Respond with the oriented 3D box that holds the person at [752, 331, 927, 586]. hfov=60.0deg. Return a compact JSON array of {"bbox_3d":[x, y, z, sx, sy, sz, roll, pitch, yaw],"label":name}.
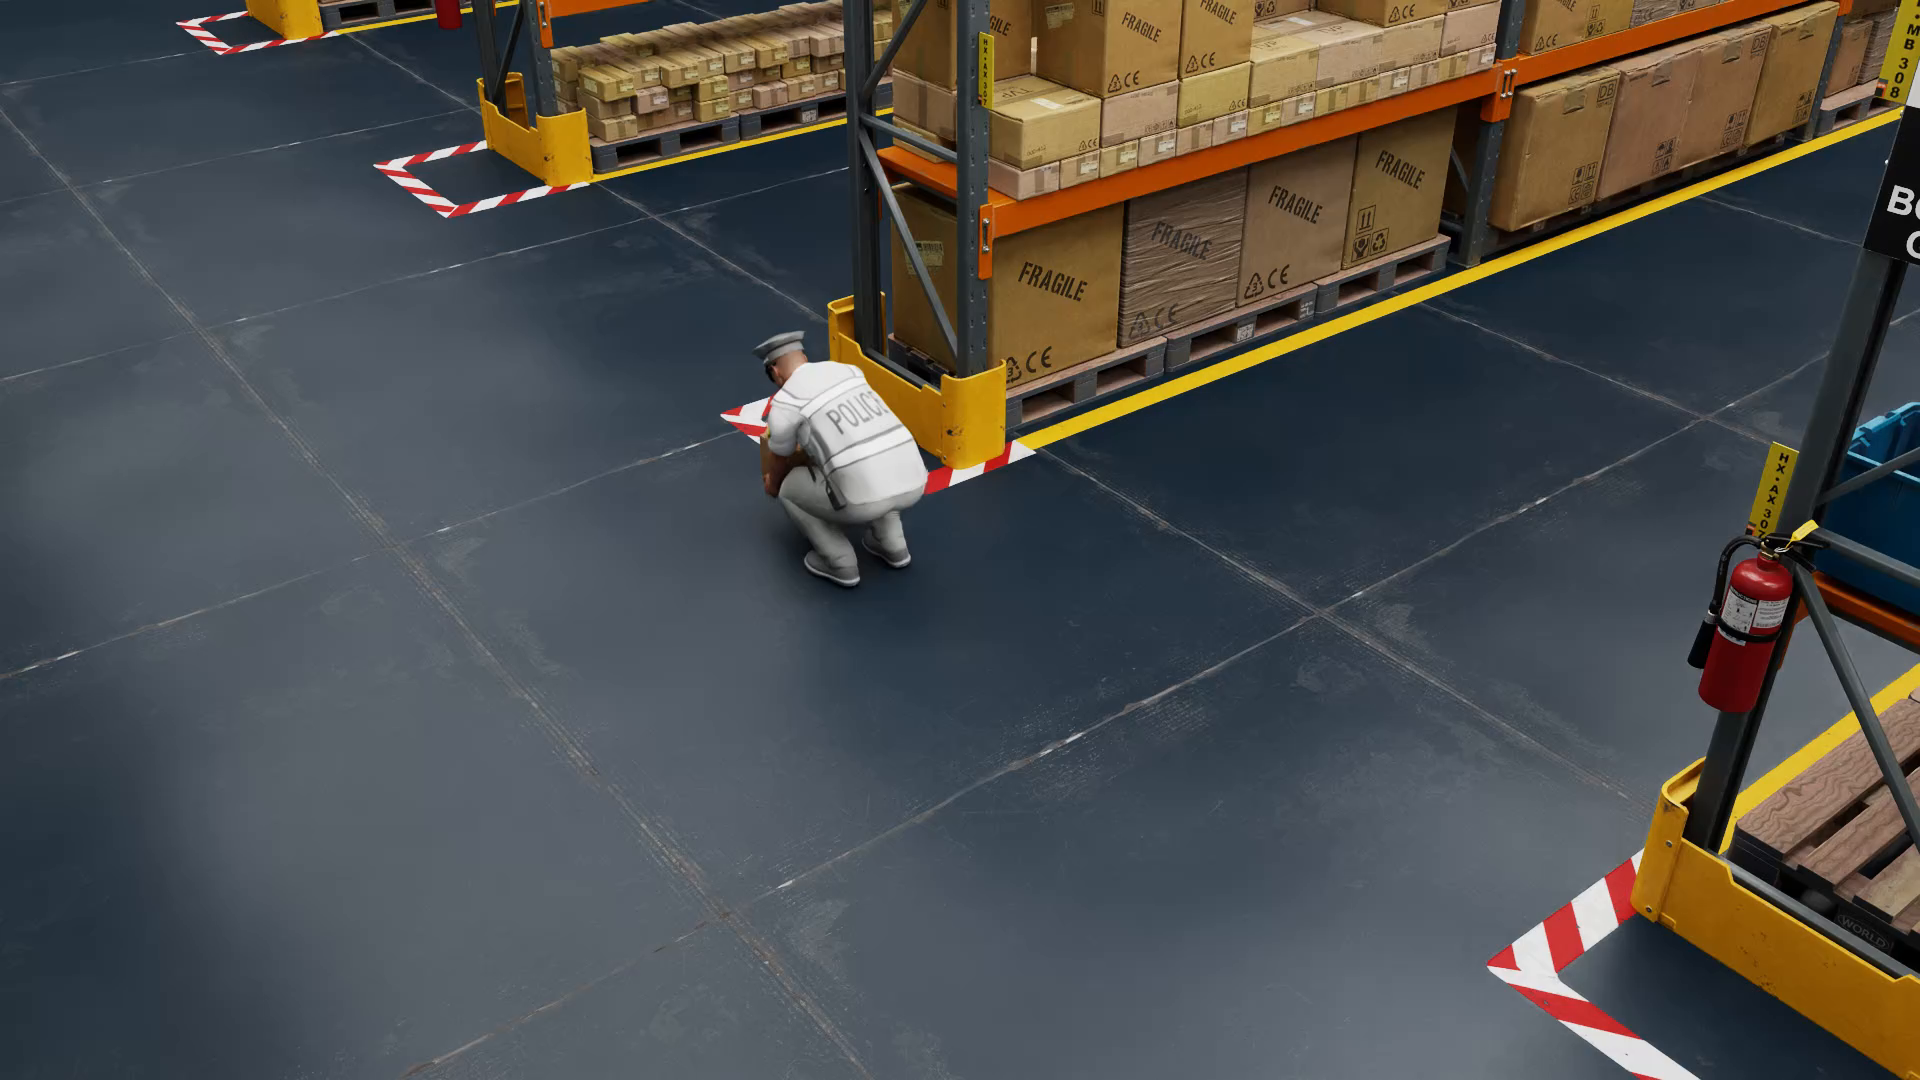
[{"bbox_3d":[-0.551,-0.374,7.429,0.534,1.026,0.918,-23,39,-32],"label":"person"}]
